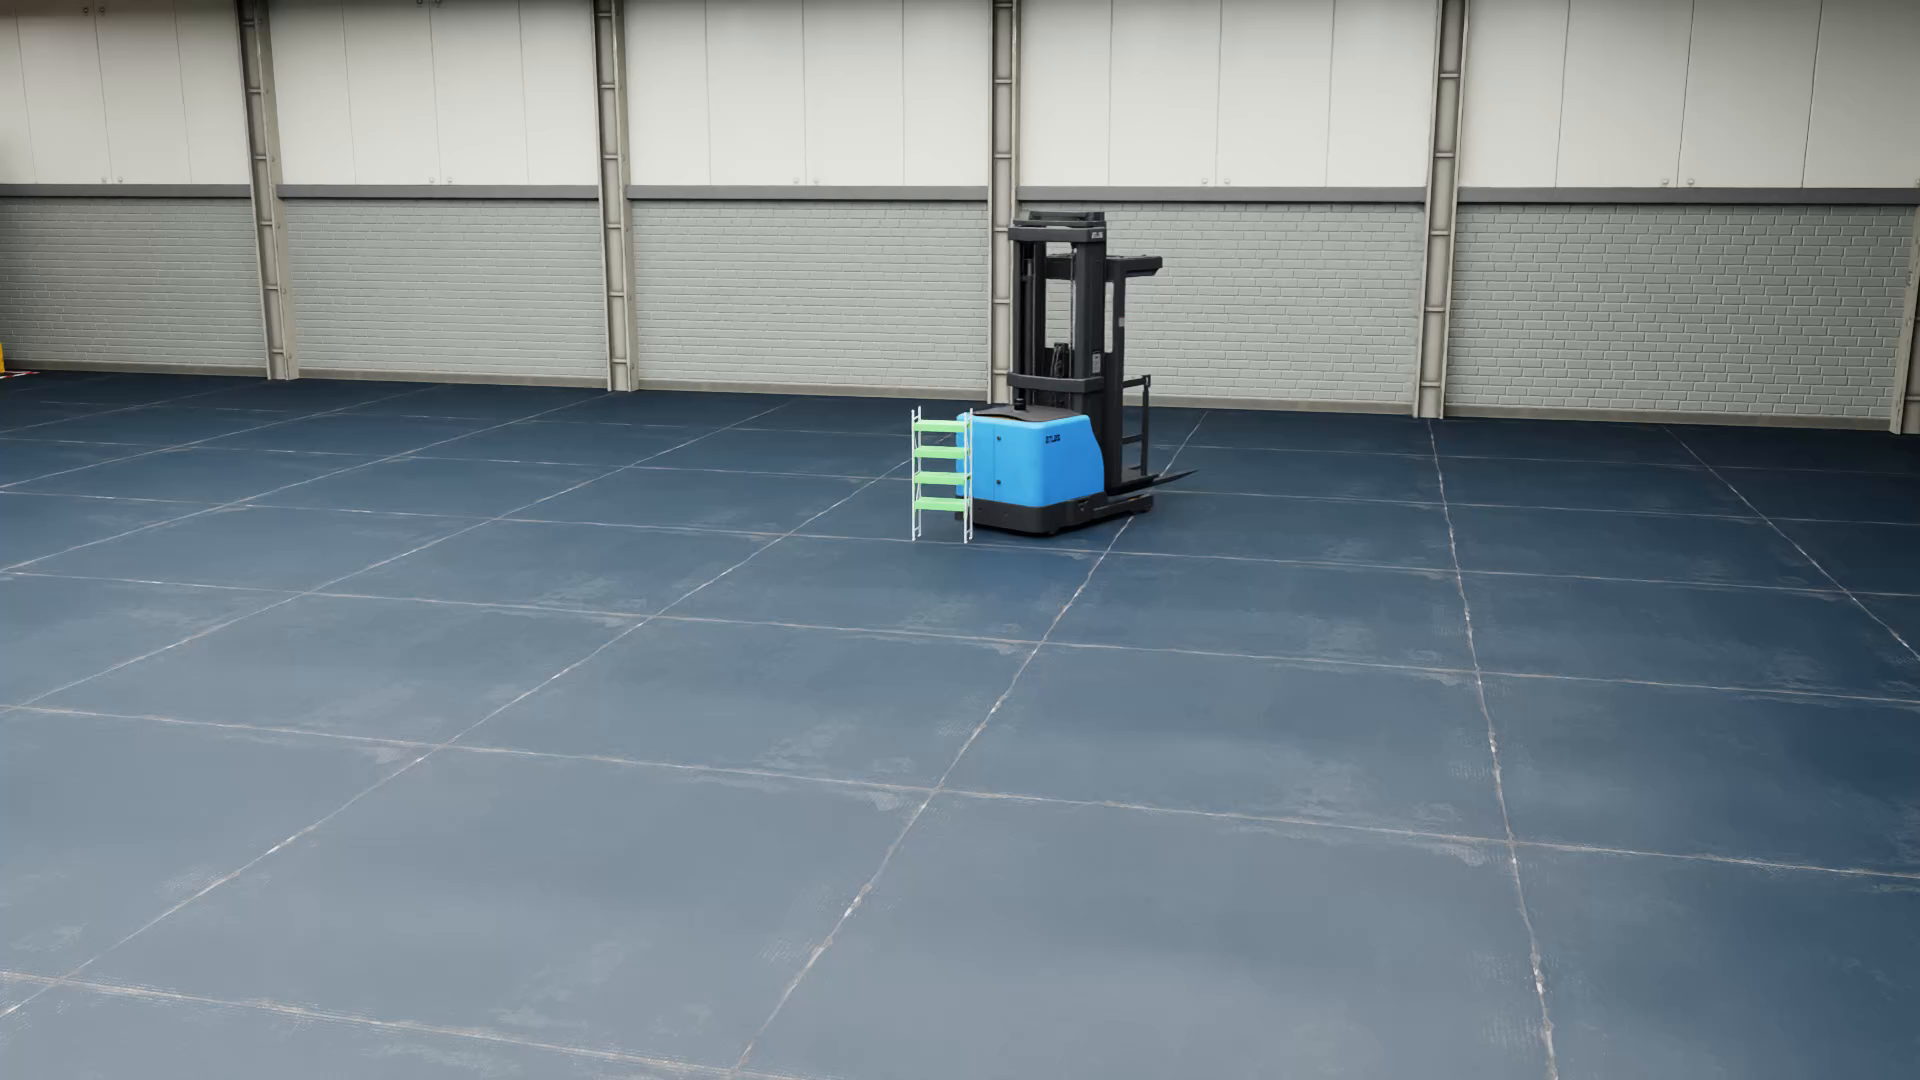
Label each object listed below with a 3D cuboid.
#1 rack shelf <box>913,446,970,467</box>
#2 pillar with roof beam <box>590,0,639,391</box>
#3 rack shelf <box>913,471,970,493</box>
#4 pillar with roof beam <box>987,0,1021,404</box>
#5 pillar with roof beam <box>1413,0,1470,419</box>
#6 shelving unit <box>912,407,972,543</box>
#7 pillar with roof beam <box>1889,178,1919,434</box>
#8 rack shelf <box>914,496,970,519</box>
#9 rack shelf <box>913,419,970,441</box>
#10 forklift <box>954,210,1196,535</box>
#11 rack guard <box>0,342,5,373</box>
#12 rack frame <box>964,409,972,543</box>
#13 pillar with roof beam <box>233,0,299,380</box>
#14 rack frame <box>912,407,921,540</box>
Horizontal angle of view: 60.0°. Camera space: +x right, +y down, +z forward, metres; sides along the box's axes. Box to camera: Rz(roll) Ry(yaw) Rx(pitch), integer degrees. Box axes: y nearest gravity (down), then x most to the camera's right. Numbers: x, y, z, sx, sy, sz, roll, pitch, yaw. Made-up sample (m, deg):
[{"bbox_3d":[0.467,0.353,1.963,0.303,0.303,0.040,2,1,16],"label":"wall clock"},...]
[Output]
[{"bbox_3d":[-0.161,-0.766,15.121,0.480,0.148,0.258,3,13,14],"label":"rack shelf"},{"bbox_3d":[-6.233,-5.810,20.662,0.400,9.000,9.100,3,13,14],"label":"pillar with roof beam"},{"bbox_3d":[-0.161,-0.532,15.173,0.480,0.148,0.258,3,13,14],"label":"rack shelf"},{"bbox_3d":[-0.408,-5.499,19.259,0.400,9.000,9.100,3,13,14],"label":"pillar with roof beam"},{"bbox_3d":[5.417,-5.187,17.855,0.400,9.000,9.100,3,13,14],"label":"pillar with roof beam"},{"bbox_3d":[-0.161,-0.594,15.159,0.503,1.200,0.258,3,13,14],"label":"shelving unit"},{"bbox_3d":[11.243,-4.876,16.452,0.400,9.000,9.100,3,13,14],"label":"pillar with roof beam"},{"bbox_3d":[-0.161,-0.298,15.225,0.480,0.148,0.258,3,13,14],"label":"rack shelf"},{"bbox_3d":[-0.161,-1.001,15.069,0.480,0.148,0.258,3,13,14],"label":"rack shelf"},{"bbox_3d":[1.272,-1.741,16.330,1.130,2.935,3.031,10,16,38],"label":"forklift"},{"bbox_3d":[-16.369,-2.962,27.447,0.348,0.500,1.175,3,13,14],"label":"rack guard"},{"bbox_3d":[0.076,-0.582,15.102,0.015,1.200,0.240,3,13,14],"label":"rack frame"},{"bbox_3d":[-12.058,-6.122,22.066,0.400,9.000,9.100,3,13,14],"label":"pillar with roof beam"},{"bbox_3d":[-0.398,-0.607,15.216,0.015,1.200,0.240,3,13,14],"label":"rack frame"}]
